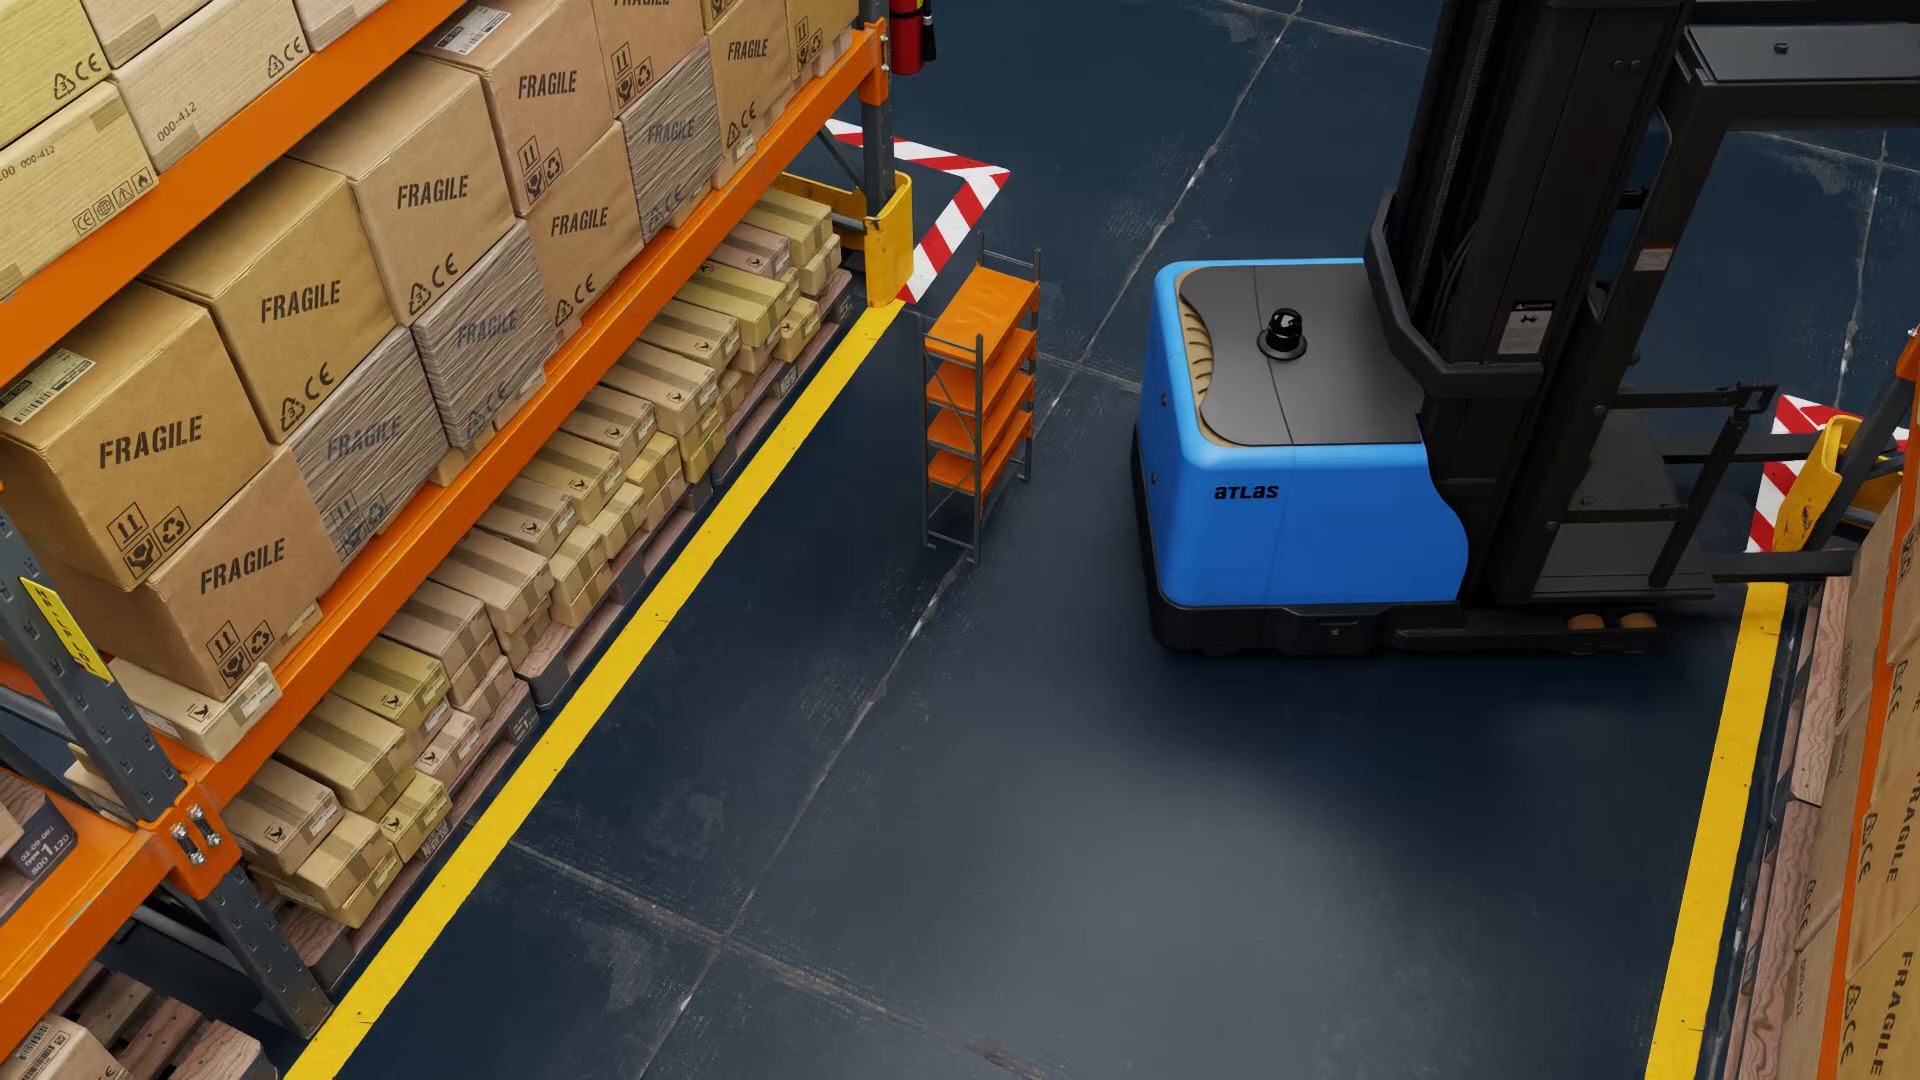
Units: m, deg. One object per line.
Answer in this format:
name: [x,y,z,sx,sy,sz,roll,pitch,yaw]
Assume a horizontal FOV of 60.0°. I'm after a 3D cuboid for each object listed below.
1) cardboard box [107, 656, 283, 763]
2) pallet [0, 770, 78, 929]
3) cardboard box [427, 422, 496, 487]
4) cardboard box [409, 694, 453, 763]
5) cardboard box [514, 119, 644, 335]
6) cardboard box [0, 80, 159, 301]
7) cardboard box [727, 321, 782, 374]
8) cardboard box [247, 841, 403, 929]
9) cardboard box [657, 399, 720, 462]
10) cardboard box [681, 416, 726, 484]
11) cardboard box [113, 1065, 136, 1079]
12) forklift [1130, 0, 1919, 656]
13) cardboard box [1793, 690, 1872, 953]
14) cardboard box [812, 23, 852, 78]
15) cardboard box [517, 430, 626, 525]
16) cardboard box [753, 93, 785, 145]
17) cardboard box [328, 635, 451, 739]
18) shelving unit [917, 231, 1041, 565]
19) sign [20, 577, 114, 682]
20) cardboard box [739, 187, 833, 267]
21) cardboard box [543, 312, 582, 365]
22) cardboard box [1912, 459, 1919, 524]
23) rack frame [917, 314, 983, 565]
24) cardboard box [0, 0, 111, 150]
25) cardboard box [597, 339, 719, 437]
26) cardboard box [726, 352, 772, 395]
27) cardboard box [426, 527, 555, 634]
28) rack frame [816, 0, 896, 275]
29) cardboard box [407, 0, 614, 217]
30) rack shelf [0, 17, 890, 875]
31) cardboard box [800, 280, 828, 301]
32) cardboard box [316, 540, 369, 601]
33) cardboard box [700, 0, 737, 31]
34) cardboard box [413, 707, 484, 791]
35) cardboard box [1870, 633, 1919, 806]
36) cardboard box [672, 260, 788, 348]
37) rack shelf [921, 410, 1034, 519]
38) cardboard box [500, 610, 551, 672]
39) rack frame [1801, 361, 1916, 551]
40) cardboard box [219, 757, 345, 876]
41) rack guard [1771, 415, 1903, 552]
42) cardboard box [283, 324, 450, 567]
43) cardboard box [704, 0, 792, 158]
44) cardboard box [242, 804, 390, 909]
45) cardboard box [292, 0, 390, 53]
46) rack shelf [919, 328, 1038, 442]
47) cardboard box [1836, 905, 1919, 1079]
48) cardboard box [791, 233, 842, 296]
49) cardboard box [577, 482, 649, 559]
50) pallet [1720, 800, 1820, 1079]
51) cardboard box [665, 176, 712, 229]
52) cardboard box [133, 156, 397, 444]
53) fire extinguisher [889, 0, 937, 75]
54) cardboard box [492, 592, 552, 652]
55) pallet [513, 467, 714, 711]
cardboard box: [-2.051,0.391,4.428,0.380,0.149,0.250,22,53,17]
pallet: [-2.926,0.939,3.922,1.003,0.211,1.213,20,52,16]
cardboard box: [-1.653,-0.349,5.058,0.380,0.149,0.250,21,53,17]
cardboard box: [-1.926,0.561,5.519,0.380,0.149,0.250,20,52,16]
cardboard box: [-1.374,-1.047,5.225,0.500,0.500,0.500,22,53,18]
cardboard box: [-2.032,-0.758,3.370,0.500,0.250,0.500,22,53,18]
cardboard box: [-0.947,-0.850,6.720,0.380,0.149,0.250,18,52,15]
cardboard box: [-2.022,1.040,5.307,0.380,0.149,0.250,18,52,15]
cardboard box: [-1.157,-0.489,6.413,0.380,0.149,0.250,21,53,17]
cardboard box: [-1.151,-0.404,6.536,0.380,0.149,0.250,18,52,14]
cardboard box: [-2.557,1.664,4.546,0.500,0.500,0.500,19,52,15]
forklift: [2.216,-0.929,5.431,3.031,2.935,1.130,-1,50,-1]
cardboard box: [3.184,0.999,5.152,0.875,0.438,0.875,21,53,17]
cardboard box: [-0.643,-1.958,6.427,0.380,0.149,0.250,20,52,16]
cardboard box: [-1.443,-0.245,6.009,0.380,0.149,0.250,20,52,16]
cardboard box: [-0.877,-1.622,6.141,0.380,0.149,0.250,19,52,16]
cardboard box: [-1.899,0.463,5.407,0.380,0.149,0.250,19,52,16]
shelving unit: [0.071,-0.503,6.205,0.258,1.200,0.503,20,52,16]
sign: [-1.965,0.201,3.664,0.100,0.325,0.005,20,52,16]
cardboard box: [-0.757,-1.314,6.919,0.380,0.149,0.250,20,53,16]
cardboard box: [-1.460,-0.731,5.383,0.380,0.149,0.250,22,53,17]
cardboard box: [3.104,-0.253,4.745,0.500,0.500,0.500,19,52,16]
rack frame: [-0.034,-0.335,6.062,0.240,1.200,0.015,20,52,16]
cardboard box: [-2.046,-0.941,3.197,0.500,0.250,0.500,21,53,17]
cardboard box: [-1.144,-0.580,6.294,0.380,0.149,0.250,22,53,17]
cardboard box: [-1.005,-0.774,6.851,0.380,0.149,0.250,20,52,16]
cardboard box: [-1.626,0.127,5.693,0.380,0.149,0.250,21,53,17]
rack frame: [-0.759,-2.356,6.601,1.000,3.000,0.127,20,52,16]
cardboard box: [-1.384,-1.338,4.817,0.500,0.500,0.500,18,52,15]
rack shelf: [-1.614,-0.746,5.703,1.077,0.370,4.000,20,52,16]
cardboard box: [-0.796,-1.138,7.160,0.380,0.149,0.250,21,53,17]
cardboard box: [-1.942,-0.012,4.771,0.380,0.149,0.250,18,52,15]
cardboard box: [-0.947,-2.064,5.435,0.500,0.500,0.500,18,52,15]
cardboard box: [-1.849,0.668,5.623,0.380,0.149,0.250,20,52,16]
cardboard box: [2.671,0.442,4.154,0.500,0.500,0.500,21,53,17]
cardboard box: [-0.912,-0.940,6.601,0.380,0.149,0.250,19,52,15]
rack shelf: [0.071,-0.331,6.408,0.258,0.148,0.480,20,52,16]
cardboard box: [-1.703,0.281,5.953,0.380,0.149,0.250,18,52,15]
rack frame: [3.759,-0.815,5.289,1.000,3.000,0.127,20,52,16]
cardboard box: [-2.134,0.823,5.101,0.380,0.149,0.250,22,53,18]
rack guard: [3.770,-0.022,6.255,1.175,0.500,0.348,20,52,16]
cardboard box: [-1.824,-0.333,4.618,0.500,0.500,0.500,20,52,16]
cardboard box: [-0.943,-1.739,5.814,0.500,0.500,0.500,19,52,16]
cardboard box: [-2.024,0.944,5.193,0.380,0.149,0.250,22,53,18]
cardboard box: [-1.586,-1.458,3.966,0.500,0.250,0.500,22,53,18]
rack shelf: [0.071,-0.604,6.086,0.258,0.148,0.480,20,52,16]
cardboard box: [2.232,1.148,3.553,0.500,0.500,0.500,19,52,15]
cardboard box: [-0.727,-1.209,7.025,0.380,0.149,0.250,19,52,15]
cardboard box: [-1.376,-0.120,6.099,0.380,0.149,0.250,20,53,16]
pallet: [2.966,1.501,5.149,1.003,0.211,1.213,20,52,16]
cardboard box: [-1.104,-1.267,5.838,0.380,0.149,0.250,18,52,14]
cardboard box: [-1.848,-0.648,4.230,0.500,0.500,0.500,18,52,15]
fire extinguisher: [-0.235,-2.234,6.792,0.296,0.674,0.183,20,52,16]
cardboard box: [-1.669,0.194,5.831,0.380,0.149,0.250,22,53,18]
pallet: [-1.693,-0.015,6.440,1.003,0.211,1.213,20,52,16]
